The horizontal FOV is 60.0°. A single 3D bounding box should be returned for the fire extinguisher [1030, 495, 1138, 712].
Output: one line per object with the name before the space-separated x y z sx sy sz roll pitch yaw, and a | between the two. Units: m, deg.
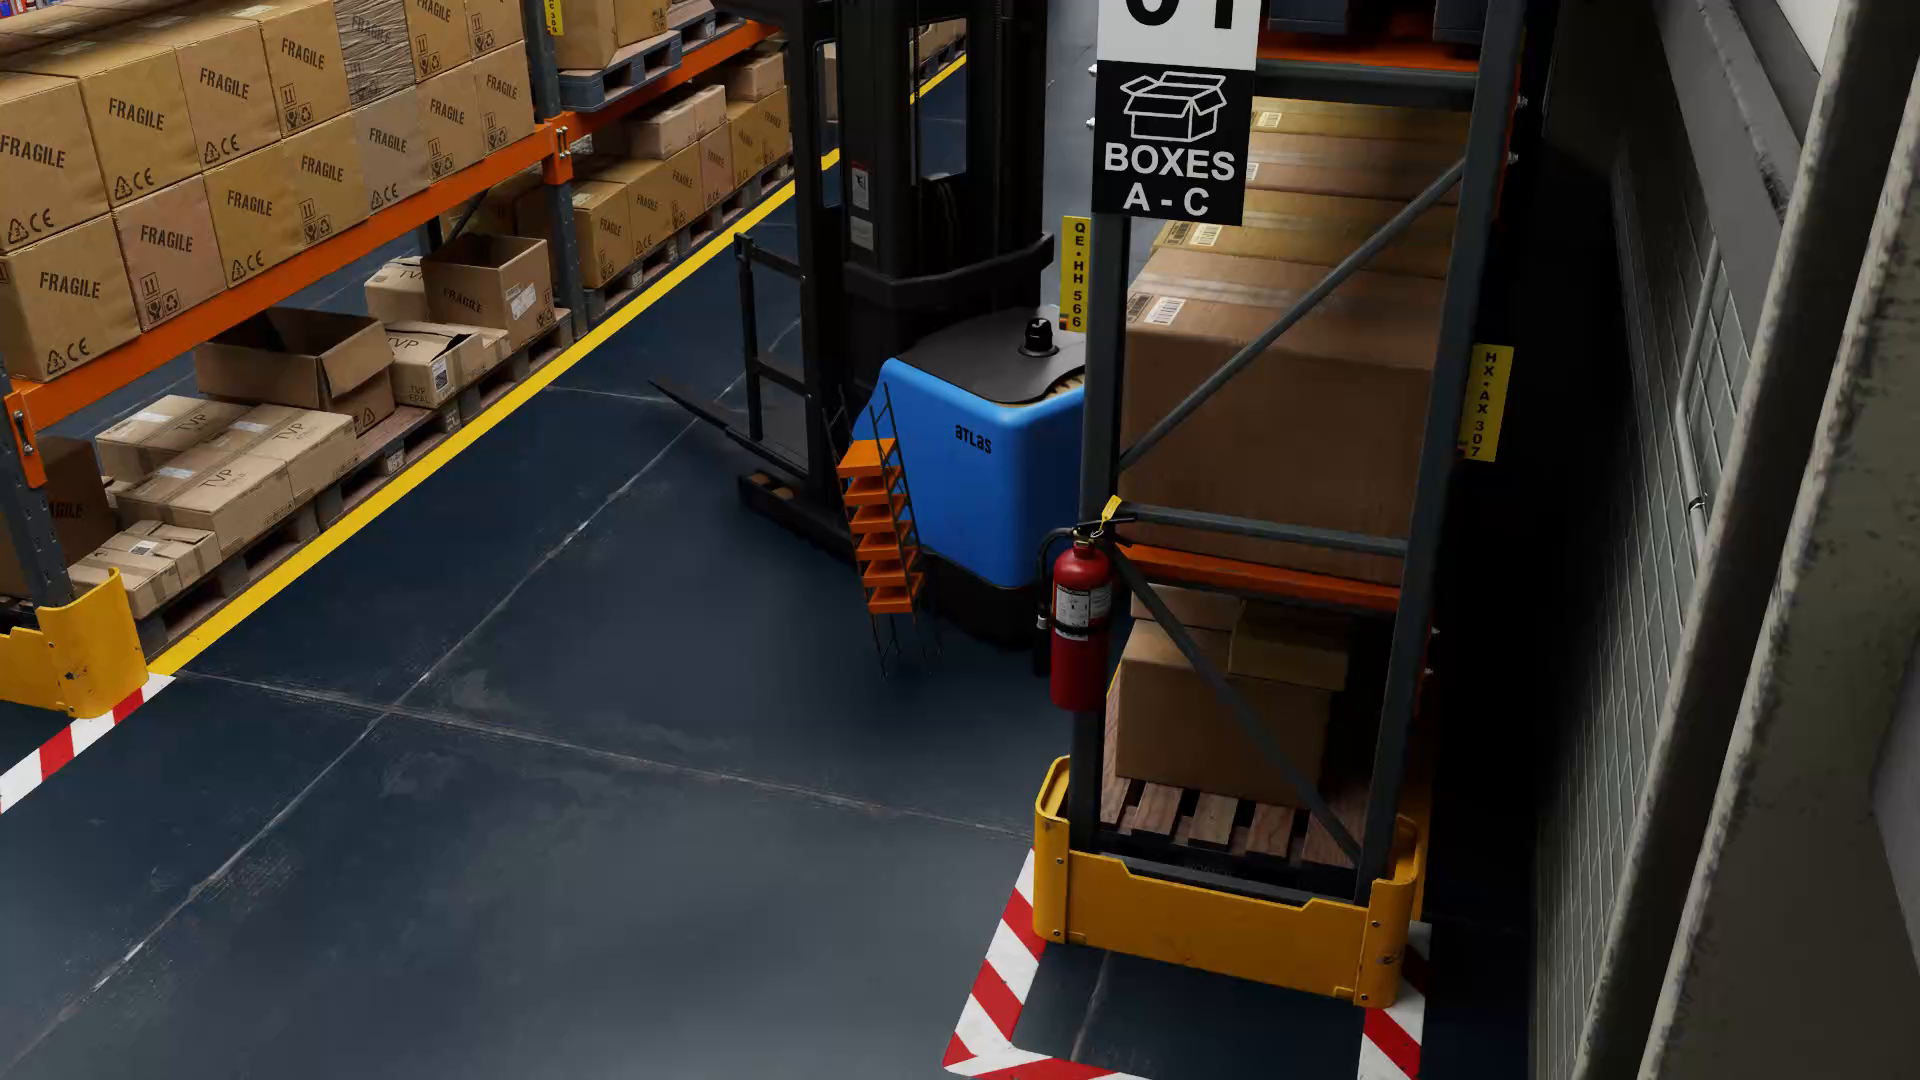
fire extinguisher | 0.352 0.176 4.812 0.296 0.674 0.183 8 30 15

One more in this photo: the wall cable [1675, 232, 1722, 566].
wall cable | 1.366 0.261 3.151 0.084 1.984 1.851 8 30 15

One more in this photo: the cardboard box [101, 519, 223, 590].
cardboard box | -3.374 0.054 7.030 0.380 0.166 0.250 8 30 15

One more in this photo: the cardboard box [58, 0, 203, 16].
cardboard box | -3.585 -2.173 7.438 0.500 0.500 0.500 9 30 16

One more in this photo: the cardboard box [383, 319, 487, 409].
cardboard box | -2.841 -0.953 8.691 0.500 0.311 0.500 8 30 15

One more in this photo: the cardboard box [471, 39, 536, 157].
cardboard box | -2.626 -2.364 8.812 0.500 0.500 0.500 9 30 16

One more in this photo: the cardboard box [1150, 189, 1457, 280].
cardboard box | 1.181 -0.735 5.677 0.980 0.700 0.700 8 30 14

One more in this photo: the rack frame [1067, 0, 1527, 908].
rack frame | 0.838 -0.025 4.710 1.000 3.000 0.127 8 30 15

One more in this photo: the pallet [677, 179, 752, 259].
pallet | -2.166 -2.323 11.709 1.003 0.211 1.213 8 30 15

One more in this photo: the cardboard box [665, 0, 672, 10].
cardboard box | -2.265 -3.647 10.685 0.700 0.500 0.500 1 29 2

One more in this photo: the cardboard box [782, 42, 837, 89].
cardboard box | -1.116 -3.877 13.453 0.500 0.311 0.500 10 30 17

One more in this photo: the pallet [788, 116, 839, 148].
pallet | -1.272 -3.607 14.017 1.003 0.211 1.213 8 30 15

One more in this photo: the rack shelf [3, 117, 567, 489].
rack shelf | -3.312 -1.346 7.823 1.077 0.370 4.000 8 30 15

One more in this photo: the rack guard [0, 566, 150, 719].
rack guard | -3.877 0.326 6.649 1.175 0.500 0.348 8 30 15

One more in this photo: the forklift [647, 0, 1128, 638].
forklift | -0.416 -1.509 7.447 1.130 2.935 3.031 -23 37 -35

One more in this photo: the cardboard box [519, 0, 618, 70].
cardboard box | -2.372 -3.005 9.531 0.700 0.500 0.500 -1 29 -2

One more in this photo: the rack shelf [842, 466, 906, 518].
rack shelf | -0.328 -0.191 6.446 0.180 0.103 0.258 -3 28 15

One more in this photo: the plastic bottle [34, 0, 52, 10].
plastic bottle | -6.619 -3.943 11.879 0.152 0.276 0.135 8 30 15

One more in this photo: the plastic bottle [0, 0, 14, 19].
plastic bottle | -6.683 -3.769 11.560 0.061 0.283 0.133 8 30 15

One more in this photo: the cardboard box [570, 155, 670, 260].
cardboard box | -2.204 -2.129 10.610 0.500 0.500 0.500 9 30 16

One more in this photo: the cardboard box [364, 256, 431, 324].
cardboard box | -3.055 -1.443 9.571 0.500 0.311 0.500 8 30 15

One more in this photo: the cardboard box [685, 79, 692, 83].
cardboard box | -2.106 -3.133 12.416 0.500 0.500 0.500 7 30 13

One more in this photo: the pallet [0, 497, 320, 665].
pallet | -3.644 0.082 7.386 1.003 0.211 1.213 8 30 15

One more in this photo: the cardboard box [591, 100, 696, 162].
cardboard box | -2.056 -2.672 10.815 0.500 0.250 0.500 9 30 15

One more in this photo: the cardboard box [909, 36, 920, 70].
cardboard box | -0.672 -4.346 14.874 0.500 0.250 0.500 9 30 16

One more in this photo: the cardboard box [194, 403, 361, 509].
cardboard box | -3.175 -0.398 7.756 0.500 0.250 0.500 8 30 15

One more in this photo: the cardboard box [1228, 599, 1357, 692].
cardboard box | 1.102 0.347 5.513 0.380 0.149 0.250 9 30 15

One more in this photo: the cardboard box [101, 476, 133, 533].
cardboard box | -3.770 -0.148 7.392 0.380 0.166 0.250 8 30 15

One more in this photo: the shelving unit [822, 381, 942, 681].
shelving unit | -0.294 -0.019 6.533 0.189 1.200 0.258 -3 28 15

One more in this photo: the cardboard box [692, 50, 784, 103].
cardboard box | -1.613 -3.381 12.090 0.500 0.250 0.500 10 31 17

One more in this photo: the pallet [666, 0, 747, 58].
pallet | -2.117 -3.460 11.082 1.003 0.211 1.213 8 30 15

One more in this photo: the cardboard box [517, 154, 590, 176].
cardboard box | -2.701 -2.188 10.717 0.500 0.500 0.500 9 30 15

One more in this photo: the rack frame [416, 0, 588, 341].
rack frame | -2.725 -2.590 9.319 1.000 3.000 0.127 8 30 15

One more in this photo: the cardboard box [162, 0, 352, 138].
cardboard box | -3.071 -2.092 7.293 0.500 0.500 0.500 8 30 14

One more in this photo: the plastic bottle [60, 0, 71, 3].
plastic bottle | -6.530 -4.036 12.052 0.097 0.271 0.097 0 29 0

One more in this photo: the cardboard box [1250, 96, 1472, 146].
cardboard box | 1.617 -1.427 6.922 0.980 0.700 0.700 8 30 14

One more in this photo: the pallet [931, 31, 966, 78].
pallet | -0.556 -4.741 16.055 1.003 0.211 1.213 8 30 15

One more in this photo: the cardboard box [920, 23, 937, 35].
cardboard box | -0.517 -4.831 15.168 0.500 0.311 0.500 8 30 15

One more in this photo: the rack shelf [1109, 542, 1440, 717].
rack shelf | 1.425 -0.641 6.556 1.077 0.370 4.000 8 30 15

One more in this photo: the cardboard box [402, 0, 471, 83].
cardboard box | -2.774 -2.560 8.134 0.500 0.500 0.500 8 30 14

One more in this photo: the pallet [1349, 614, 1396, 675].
pallet | 1.357 0.245 7.092 1.003 0.211 1.213 8 30 15

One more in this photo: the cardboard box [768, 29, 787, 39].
cardboard box | -1.486 -4.196 14.028 0.500 0.311 0.500 8 30 14

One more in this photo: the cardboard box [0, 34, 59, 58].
cardboard box | -3.884 -1.692 6.575 0.500 0.500 0.500 9 30 16

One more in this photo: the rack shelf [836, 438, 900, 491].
rack shelf | -0.349 -0.296 6.392 0.180 0.103 0.258 -3 28 15

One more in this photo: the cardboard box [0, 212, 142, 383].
cardboard box | -3.517 -0.943 6.257 0.500 0.500 0.500 9 30 16

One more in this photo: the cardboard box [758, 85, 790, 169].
cardboard box | -1.601 -3.080 12.320 0.500 0.500 0.500 10 31 17

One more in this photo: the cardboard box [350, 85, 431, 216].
cardboard box | -2.925 -1.885 7.951 0.500 0.500 0.500 9 30 16

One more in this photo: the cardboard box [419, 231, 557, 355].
cardboard box | -2.621 -1.384 9.271 0.500 0.500 0.500 8 30 15

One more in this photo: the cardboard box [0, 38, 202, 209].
cardboard box | -3.370 -1.624 6.452 0.500 0.500 0.500 9 30 15

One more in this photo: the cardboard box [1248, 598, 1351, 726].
cardboard box | 1.094 0.311 6.244 0.700 0.500 0.500 8 30 15

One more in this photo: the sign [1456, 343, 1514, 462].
sign | 1.366 -0.356 4.333 0.100 0.325 0.005 8 30 15

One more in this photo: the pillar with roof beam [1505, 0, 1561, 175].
pillar with roof beam | 0.279 -7.460 11.903 9.100 9.000 0.400 8 30 15

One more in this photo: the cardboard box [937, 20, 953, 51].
cardboard box | -0.371 -4.820 15.726 0.500 0.250 0.500 8 30 14

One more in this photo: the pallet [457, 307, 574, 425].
pallet | -2.927 -1.052 9.424 1.003 0.211 1.213 8 30 15

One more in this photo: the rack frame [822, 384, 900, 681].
rack frame | -0.383 -0.014 6.558 0.006 1.200 0.240 -3 28 15

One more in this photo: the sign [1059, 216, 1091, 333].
sign | 0.323 -0.719 4.522 0.100 0.325 0.005 8 30 15

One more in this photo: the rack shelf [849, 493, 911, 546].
rack shelf | -0.307 -0.085 6.499 0.180 0.103 0.258 -3 28 15

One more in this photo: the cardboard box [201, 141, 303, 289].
cardboard box | -3.220 -1.416 7.107 0.500 0.500 0.500 8 30 15

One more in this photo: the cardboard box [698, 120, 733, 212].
cardboard box | -1.901 -2.595 11.448 0.500 0.500 0.500 7 30 13
